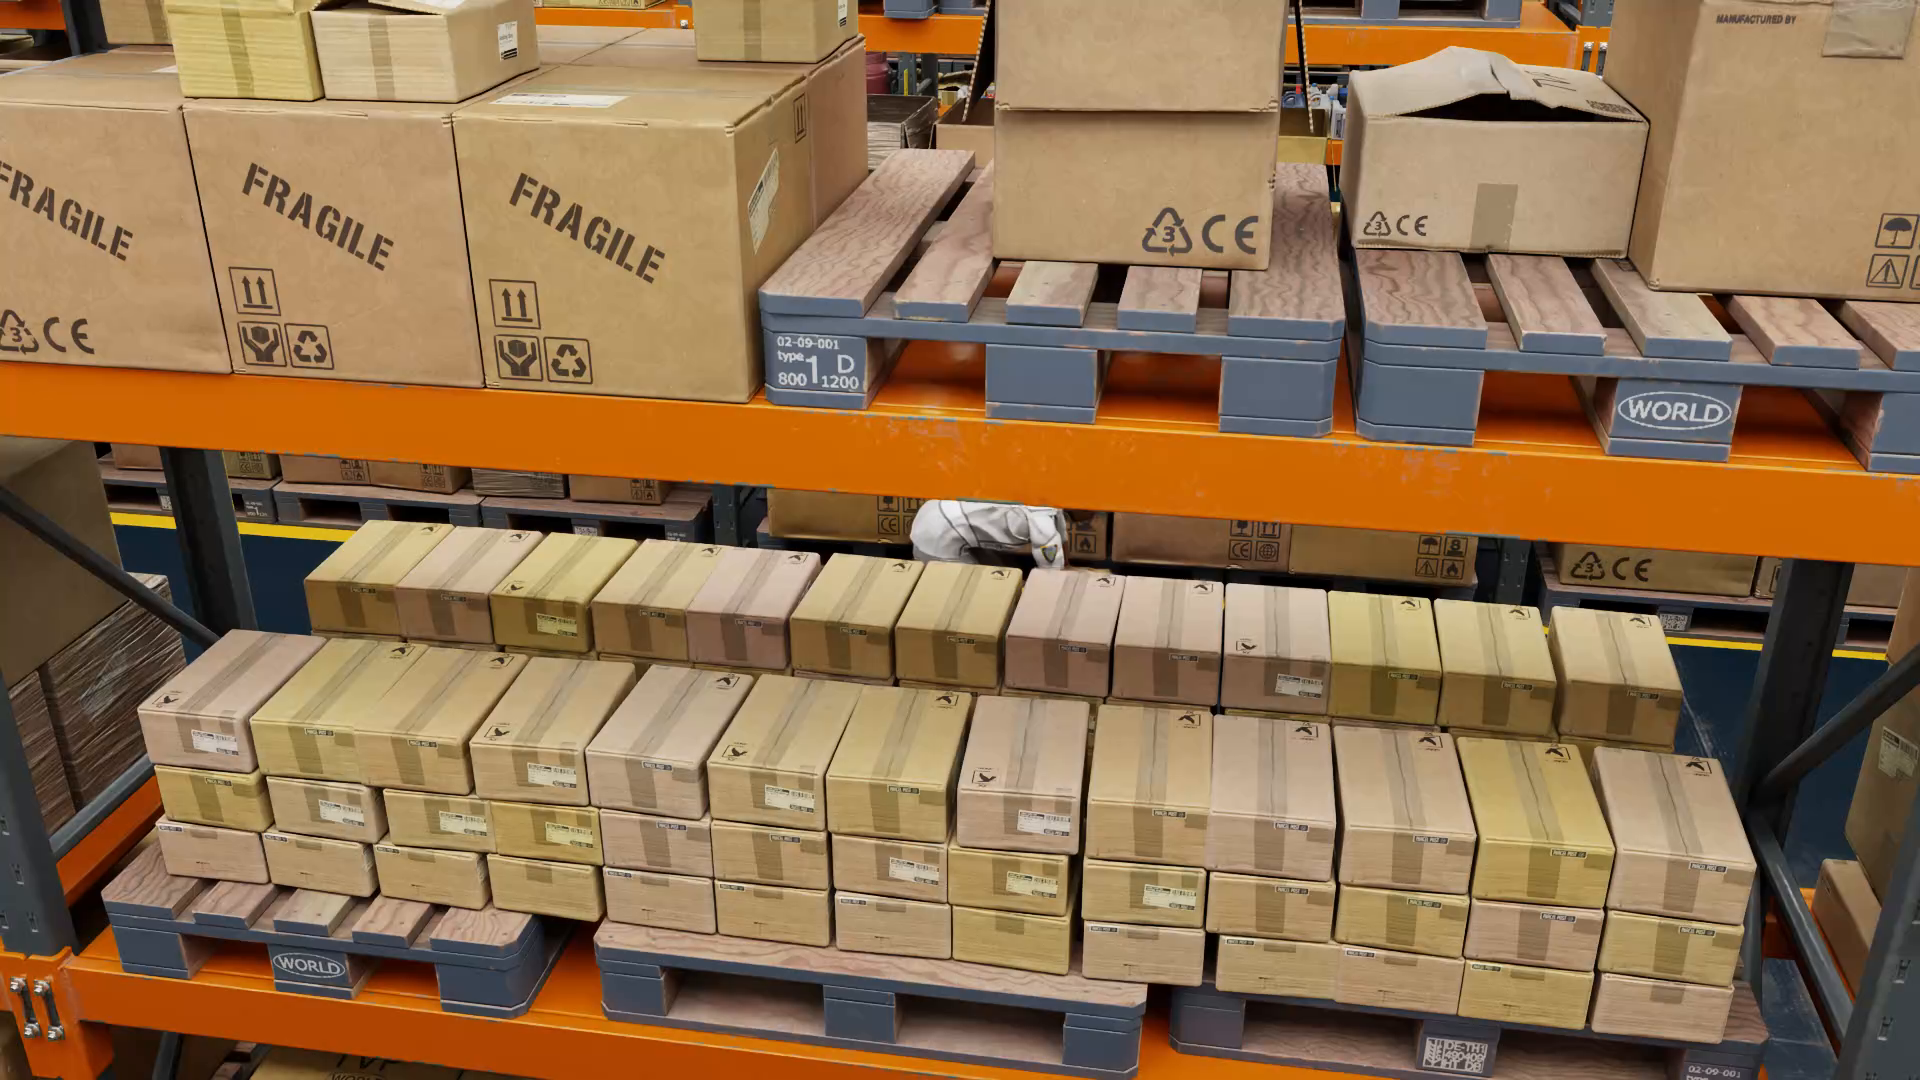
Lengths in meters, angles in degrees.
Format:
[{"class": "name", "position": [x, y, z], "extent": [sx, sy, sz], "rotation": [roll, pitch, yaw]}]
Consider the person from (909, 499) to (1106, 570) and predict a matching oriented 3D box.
[{"class": "person", "position": [0.247, 0.194, 7.294], "extent": [0.924, 1.158, 0.447], "rotation": [3, 25, 6]}]
